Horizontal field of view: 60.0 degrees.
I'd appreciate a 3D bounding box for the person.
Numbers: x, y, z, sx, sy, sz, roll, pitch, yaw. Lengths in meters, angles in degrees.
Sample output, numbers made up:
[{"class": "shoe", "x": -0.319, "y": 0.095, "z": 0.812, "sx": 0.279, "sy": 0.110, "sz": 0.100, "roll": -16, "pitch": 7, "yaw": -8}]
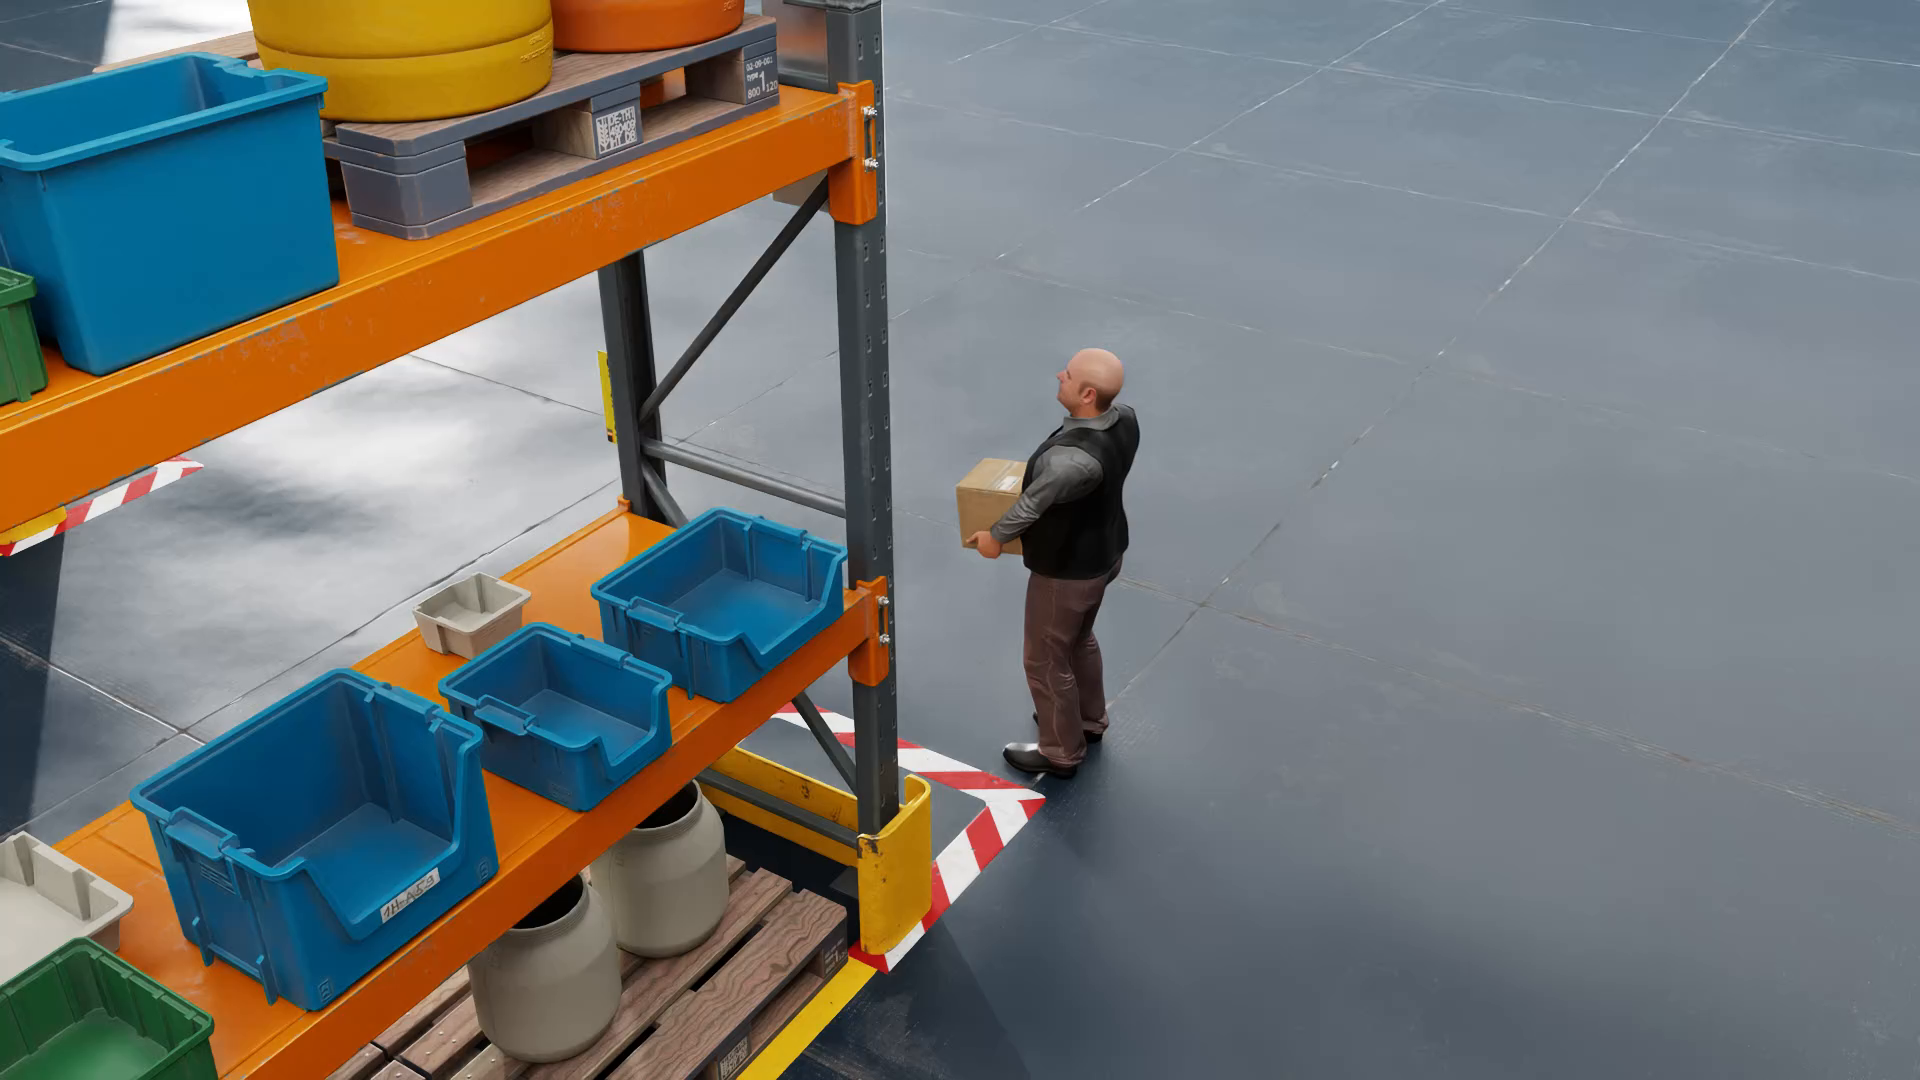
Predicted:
[{"class": "person", "x": 0.321, "y": 0.069, "z": 6.046, "sx": 0.551, "sy": 1.711, "sz": 0.494, "roll": 14, "pitch": 33, "yaw": 22}]
